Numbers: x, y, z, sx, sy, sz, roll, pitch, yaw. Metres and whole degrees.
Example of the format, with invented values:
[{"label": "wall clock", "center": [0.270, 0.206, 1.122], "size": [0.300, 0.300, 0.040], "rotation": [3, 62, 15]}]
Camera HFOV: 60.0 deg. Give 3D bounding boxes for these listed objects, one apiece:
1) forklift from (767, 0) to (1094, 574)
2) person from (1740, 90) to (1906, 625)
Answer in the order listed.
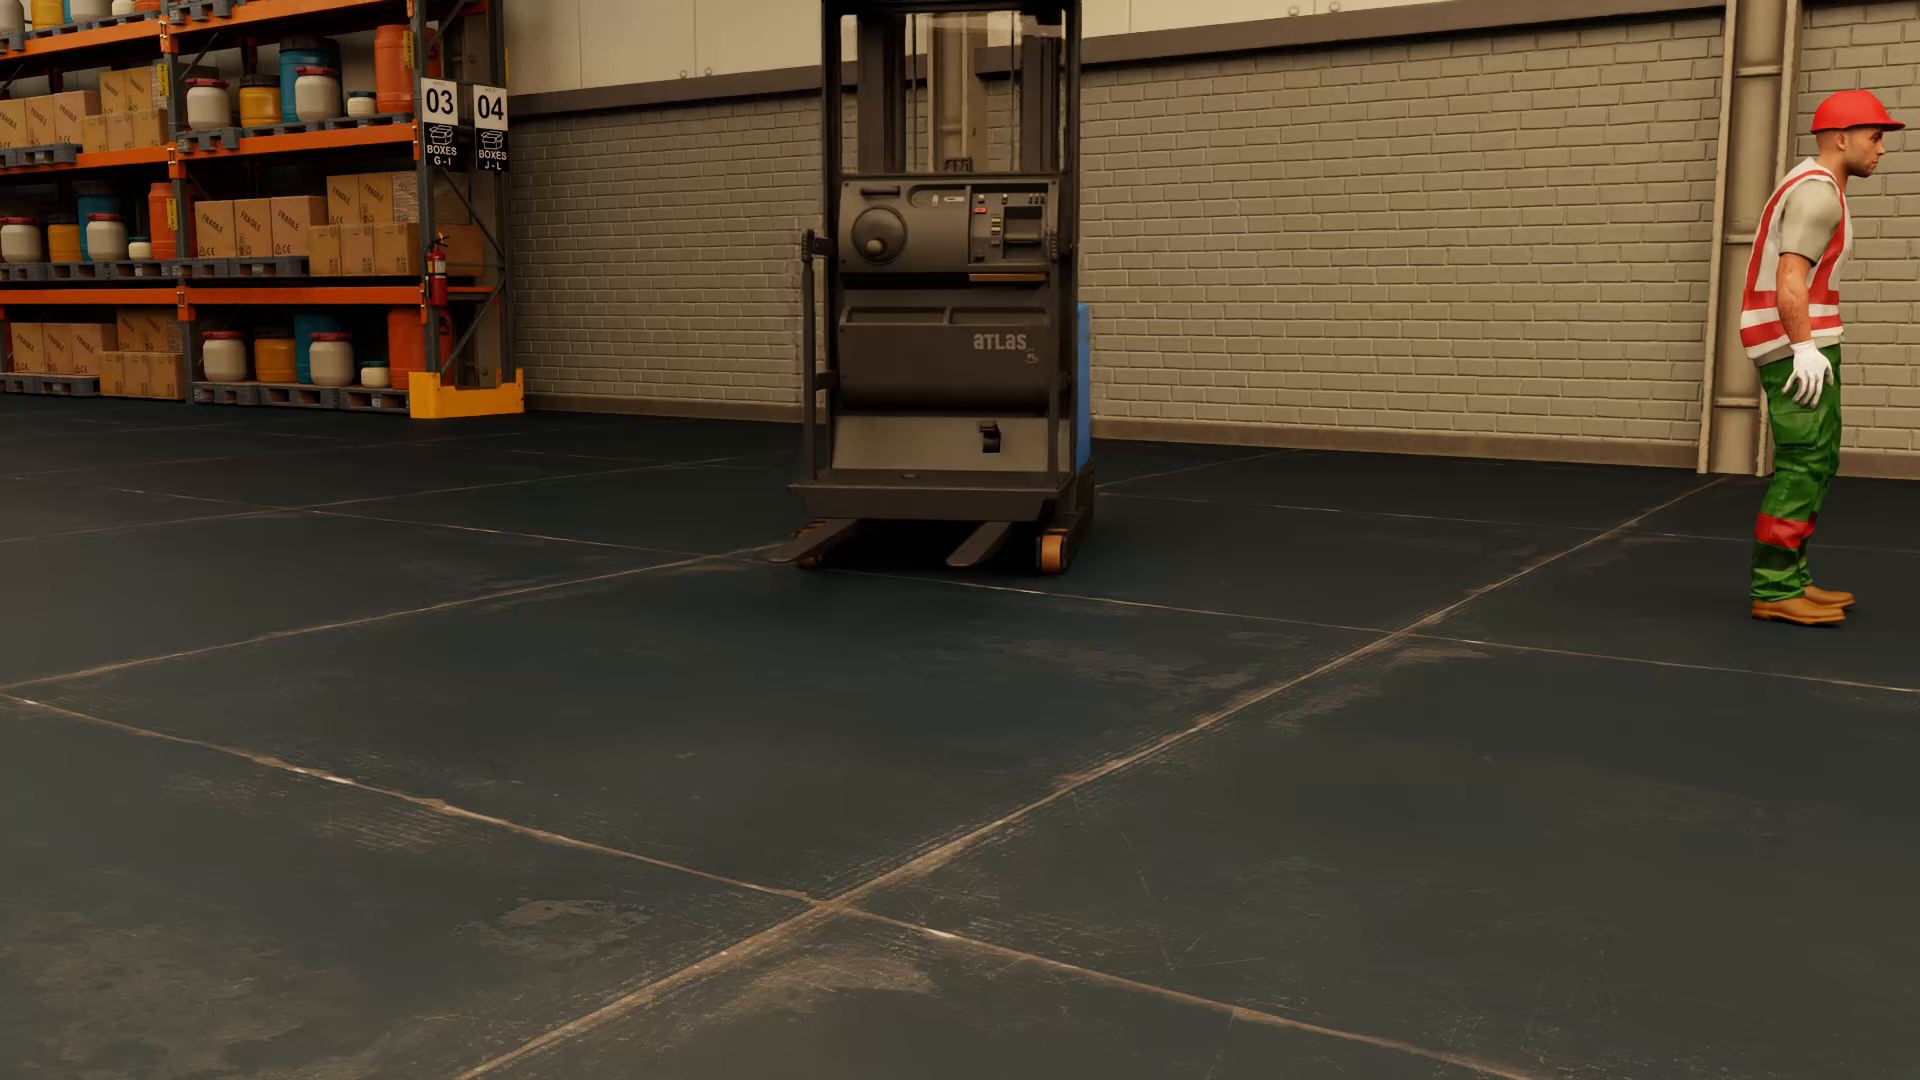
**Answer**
[{"label": "forklift", "center": [-0.079, -1.365, 6.791], "size": [1.130, 2.935, 3.031], "rotation": [1, 8, 9]}, {"label": "person", "center": [2.915, -0.624, 5.690], "size": [0.454, 1.777, 0.607], "rotation": [5, 9, 31]}]
